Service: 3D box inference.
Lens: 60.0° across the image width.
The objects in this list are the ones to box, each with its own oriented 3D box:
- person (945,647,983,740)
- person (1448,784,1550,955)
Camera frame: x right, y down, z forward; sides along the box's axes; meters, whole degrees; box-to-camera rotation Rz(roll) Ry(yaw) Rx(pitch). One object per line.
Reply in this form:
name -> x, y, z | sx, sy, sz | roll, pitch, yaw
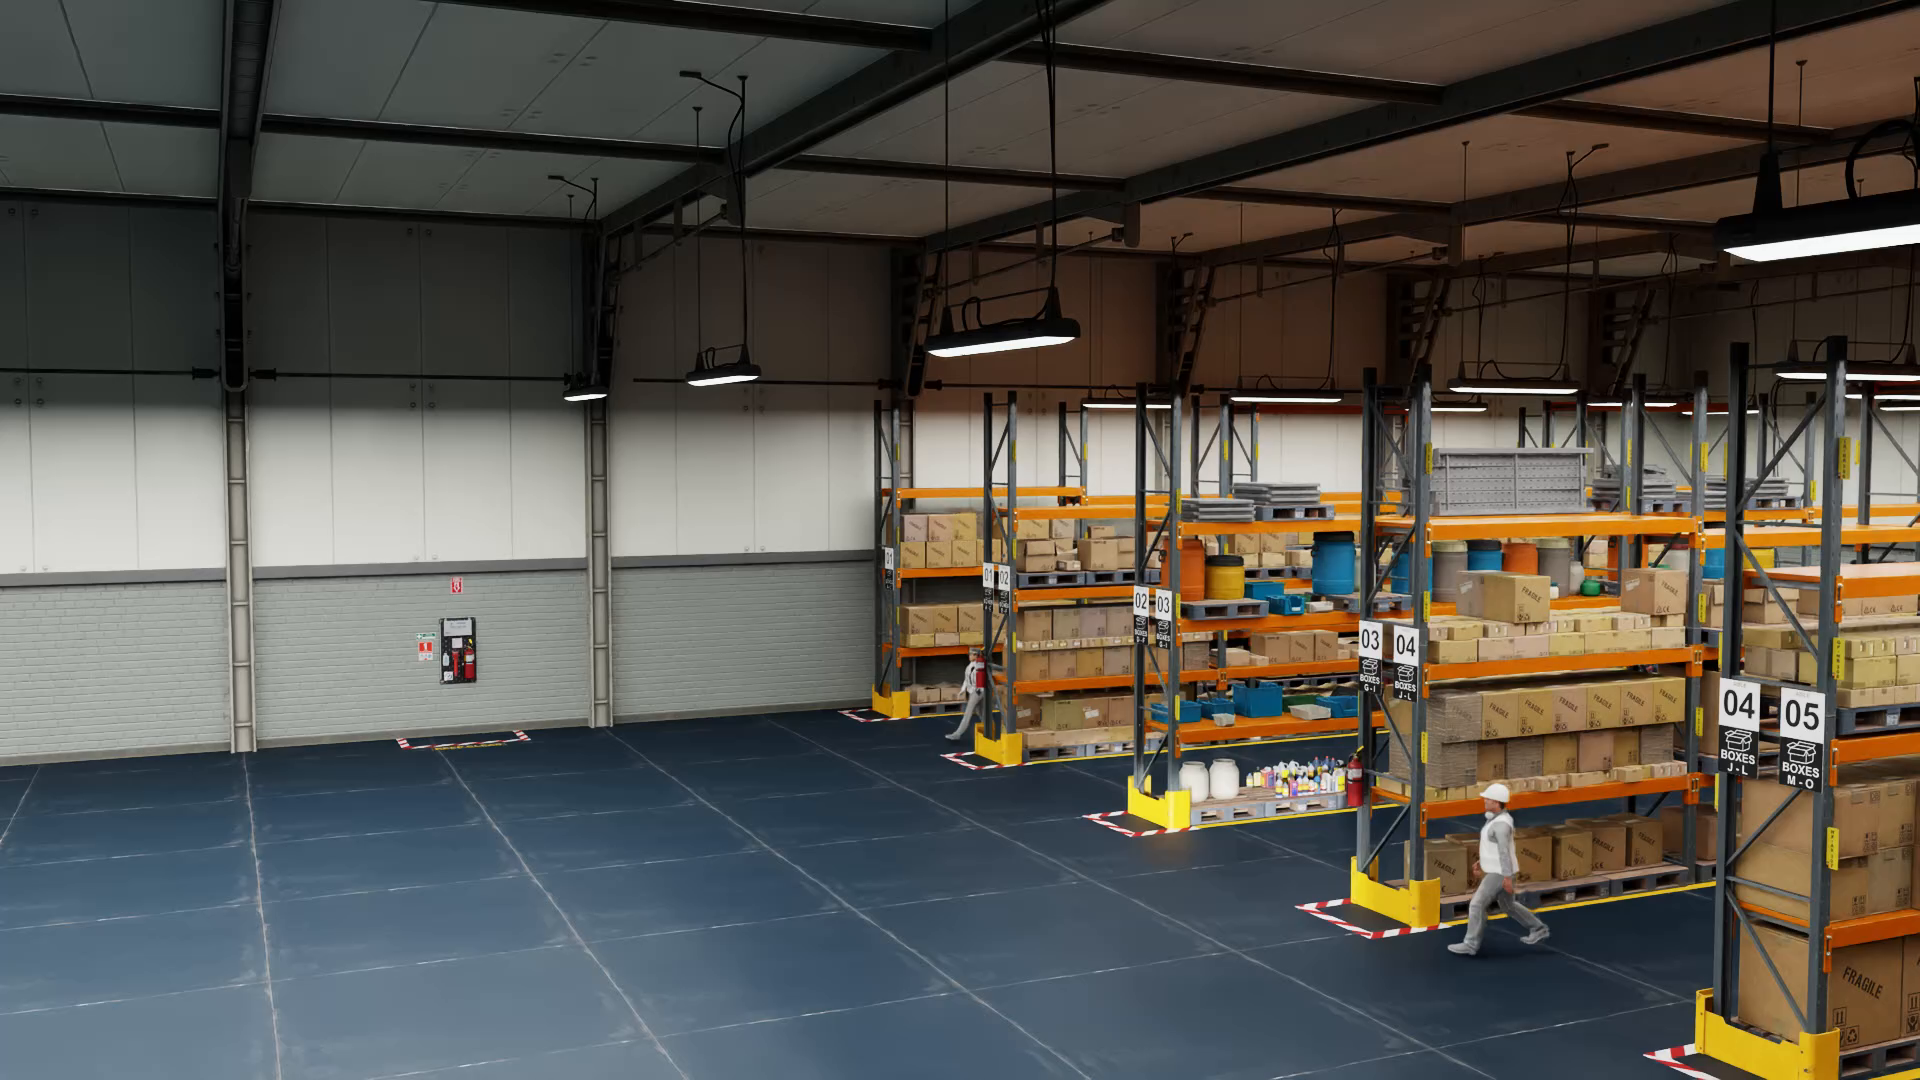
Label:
person -> 0.167, 2.654, 28.816 | 1.007, 1.630, 0.532 | -1, 3, -18
person -> 5.452, 3.312, 16.777 | 1.064, 1.726, 0.595 | 0, 3, 4
